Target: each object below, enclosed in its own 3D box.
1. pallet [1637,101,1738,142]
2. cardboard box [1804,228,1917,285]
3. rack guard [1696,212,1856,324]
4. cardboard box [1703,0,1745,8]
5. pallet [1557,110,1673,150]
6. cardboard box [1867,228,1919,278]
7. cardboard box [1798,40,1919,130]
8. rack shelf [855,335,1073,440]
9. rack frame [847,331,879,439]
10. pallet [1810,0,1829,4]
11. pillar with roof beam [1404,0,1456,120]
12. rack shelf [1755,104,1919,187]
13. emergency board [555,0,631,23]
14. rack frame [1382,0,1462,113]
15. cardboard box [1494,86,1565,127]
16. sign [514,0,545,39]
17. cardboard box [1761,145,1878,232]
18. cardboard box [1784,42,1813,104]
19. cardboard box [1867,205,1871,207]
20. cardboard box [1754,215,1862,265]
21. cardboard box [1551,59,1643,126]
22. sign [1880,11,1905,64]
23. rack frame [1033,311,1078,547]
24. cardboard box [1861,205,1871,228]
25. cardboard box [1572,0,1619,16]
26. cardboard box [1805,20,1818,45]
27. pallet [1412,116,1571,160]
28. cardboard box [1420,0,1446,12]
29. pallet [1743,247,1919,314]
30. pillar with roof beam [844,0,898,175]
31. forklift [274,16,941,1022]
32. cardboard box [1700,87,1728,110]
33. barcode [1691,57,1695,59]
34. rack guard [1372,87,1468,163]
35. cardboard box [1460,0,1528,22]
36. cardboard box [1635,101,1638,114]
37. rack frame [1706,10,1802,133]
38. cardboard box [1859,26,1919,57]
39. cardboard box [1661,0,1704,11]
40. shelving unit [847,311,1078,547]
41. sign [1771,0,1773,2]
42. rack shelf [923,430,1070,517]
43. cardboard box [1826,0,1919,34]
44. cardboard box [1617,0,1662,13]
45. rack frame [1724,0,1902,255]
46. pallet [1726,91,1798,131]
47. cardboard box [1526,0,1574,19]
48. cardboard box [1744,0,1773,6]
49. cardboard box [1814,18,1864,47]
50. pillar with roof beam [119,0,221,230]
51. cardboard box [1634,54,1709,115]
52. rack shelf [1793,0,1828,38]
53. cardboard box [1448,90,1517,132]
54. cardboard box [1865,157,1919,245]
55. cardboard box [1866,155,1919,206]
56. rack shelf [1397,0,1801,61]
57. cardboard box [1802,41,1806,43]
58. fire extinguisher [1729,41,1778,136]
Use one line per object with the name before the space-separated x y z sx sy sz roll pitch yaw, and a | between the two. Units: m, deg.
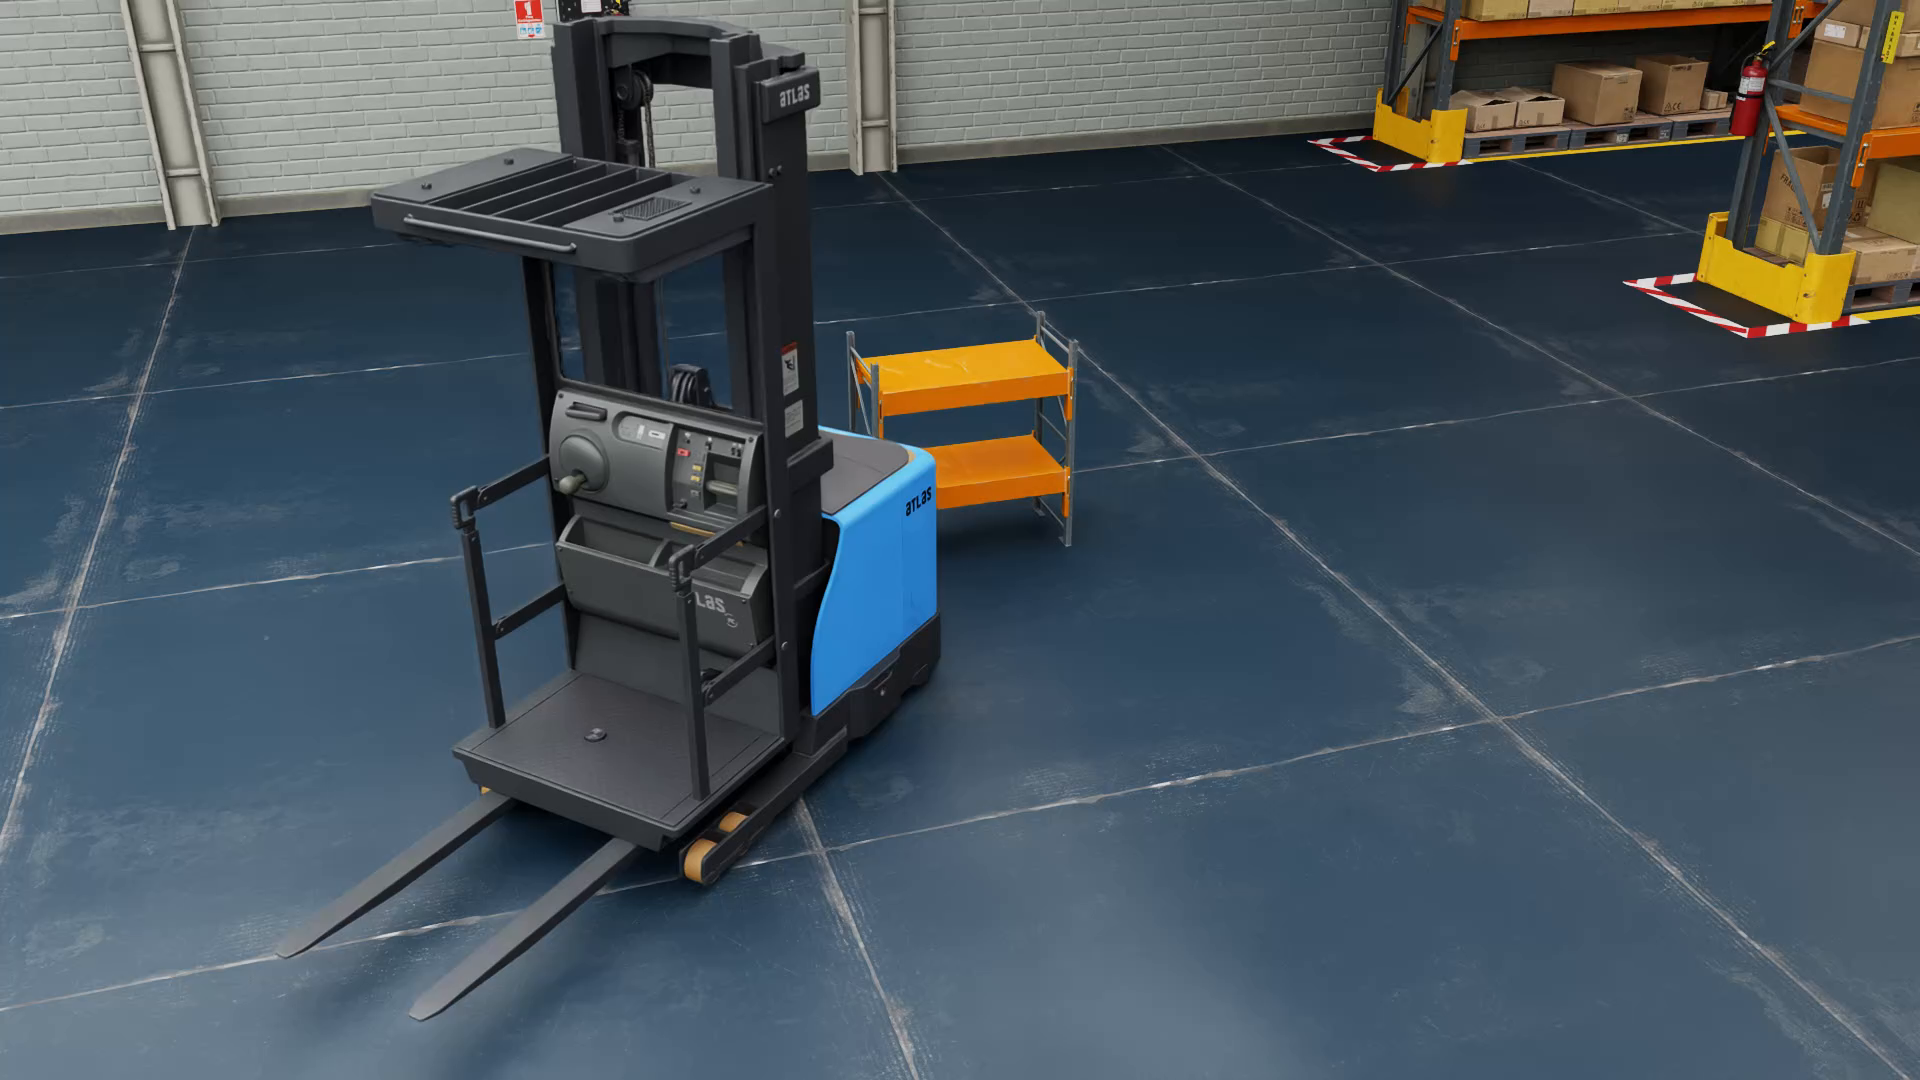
pallet | 7.656 -4.435 17.446 1.213 0.211 1.003 -8 28 -16
cardboard box | 6.597 -2.083 12.192 0.500 0.250 0.500 -8 28 -16
rack guard | 5.995 -2.024 12.264 0.348 0.500 1.175 -8 28 -16
cardboard box | 7.451 -5.474 16.550 0.500 0.250 0.500 -8 28 -16
pallet | 6.494 -4.265 17.104 1.213 0.211 1.003 -8 28 -16
cardboard box | 7.071 -2.153 12.334 0.500 0.250 0.500 -8 28 -16
cardboard box | 6.466 -3.250 11.811 0.500 0.500 0.700 -8 28 -16
rack shelf | 0.006 -0.767 8.372 1.000 0.278 0.538 -8 28 -16
rack frame | -0.477 -0.435 8.361 0.032 1.125 0.500 -8 28 -16
pallet | 9.056 -5.749 17.173 1.213 0.211 1.003 -8 28 -16
pillar with roof beam | 6.211 -6.569 11.863 0.400 9.000 9.100 -8 28 -16
rack shelf | 7.920 -3.100 12.429 4.000 0.370 1.077 -8 28 -16
emergency board | -3.188 -4.552 14.546 0.643 1.169 0.194 -8 28 -16
rack frame | 4.481 -5.240 15.932 0.127 3.000 1.000 -8 28 -16
cardboard box | 5.708 -4.369 16.706 0.500 0.311 0.500 -6 27 -12
sign | -3.746 -4.536 14.473 0.234 0.329 0.001 -8 28 -16
cardboard box | 6.436 -2.639 12.468 0.500 0.500 0.500 -8 28 -16
cardboard box | 8.979 -4.977 17.718 0.500 0.500 0.700 -7 27 -14
cardboard box | 7.383 -2.445 12.922 0.500 0.250 0.500 -8 28 -16
cardboard box | 6.437 -2.302 12.633 0.500 0.250 0.500 -8 28 -16
cardboard box | 6.421 -4.533 16.825 0.500 0.500 0.700 -10 28 -19
sign | 6.184 -3.334 11.030 0.005 0.325 0.100 -8 28 -16
rack frame | 0.490 -0.575 8.643 0.032 1.125 0.500 -8 28 -16
cardboard box | 6.908 -2.376 12.782 0.500 0.250 0.500 -8 28 -16
cardboard box | 6.018 -5.260 16.119 0.500 0.250 0.500 -9 28 -17
cardboard box | 9.396 -5.375 17.677 0.500 0.250 0.500 -9 28 -17
pallet | 5.336 -4.099 16.769 1.213 0.211 1.003 -8 28 -16
cardboard box | 4.865 -5.329 16.256 0.500 0.250 0.500 -8 27 -15
pallet | 6.732 -2.021 12.582 1.213 0.211 1.003 -8 28 -16
pillar with roof beam | 0.506 -5.743 10.199 0.400 9.000 9.100 -8 28 -16
forklift | -1.244 -0.265 5.988 1.130 2.935 3.031 14 30 26
cardboard box | 7.784 -4.633 17.400 0.250 0.166 0.380 -12 29 -23
barcode | 7.696 -5.039 17.483 0.075 0.075 0.001 -8 28 -16
rack guard | 4.553 -4.131 16.509 0.348 0.500 1.175 -8 28 -16
cardboard box | 5.043 -5.115 15.826 0.500 0.250 0.500 -9 28 -18
cardboard box | 6.757 -4.500 17.151 0.250 0.149 0.380 -11 28 -20
rack frame | 8.284 -5.791 17.042 0.127 3.000 1.000 -8 28 -16
cardboard box | 6.458 -3.445 11.474 0.250 0.149 0.380 -8 28 -16
cardboard box | 6.978 -5.399 16.397 0.500 0.250 0.500 -8 28 -16
shelving unit | 0.006 -0.505 8.502 1.048 1.125 0.538 -8 28 -16
sign | 5.863 -4.002 11.870 0.005 0.325 0.100 -8 28 -16
rack shelf | 0.006 -0.286 8.610 1.000 0.278 0.538 -8 28 -16
cardboard box | 6.516 -3.838 11.537 0.500 0.500 0.700 -8 28 -16
cardboard box | 6.500 -5.329 16.257 0.500 0.250 0.500 -8 28 -16
rack frame | 6.018 -3.146 11.715 0.127 3.000 1.000 -8 28 -16
pallet | 9.024 -4.650 17.879 1.213 0.211 1.003 -8 28 -16
cardboard box | 5.532 -5.193 15.982 0.500 0.250 0.500 -9 28 -18
cardboard box | 7.927 -5.540 16.681 0.500 0.250 0.500 -8 28 -16
cardboard box | 6.322 -3.615 11.816 0.250 0.149 0.380 -9 28 -17
pillar with roof beam | -5.199 -4.917 8.534 0.400 9.000 9.100 -8 28 -16
cardboard box | 7.309 -4.709 17.178 0.500 0.500 0.500 -10 28 -20
rack shelf | 10.186 -5.744 17.757 4.000 0.370 1.077 -8 28 -16
cardboard box | 5.166 -4.290 16.548 0.500 0.311 0.500 -12 29 -22
cardboard box | 7.072 -2.488 12.165 0.500 0.500 0.500 -8 28 -16
cardboard box | 7.382 -2.782 12.758 0.500 0.500 0.500 -8 28 -16
rack shelf | 6.382 -5.194 16.647 4.000 0.370 1.077 -8 28 -16
cardboard box | 9.454 -5.069 17.904 0.500 0.500 0.700 -9 28 -17
fire extinguisher | 5.762 -3.292 12.095 0.183 0.674 0.296 -8 28 -16
